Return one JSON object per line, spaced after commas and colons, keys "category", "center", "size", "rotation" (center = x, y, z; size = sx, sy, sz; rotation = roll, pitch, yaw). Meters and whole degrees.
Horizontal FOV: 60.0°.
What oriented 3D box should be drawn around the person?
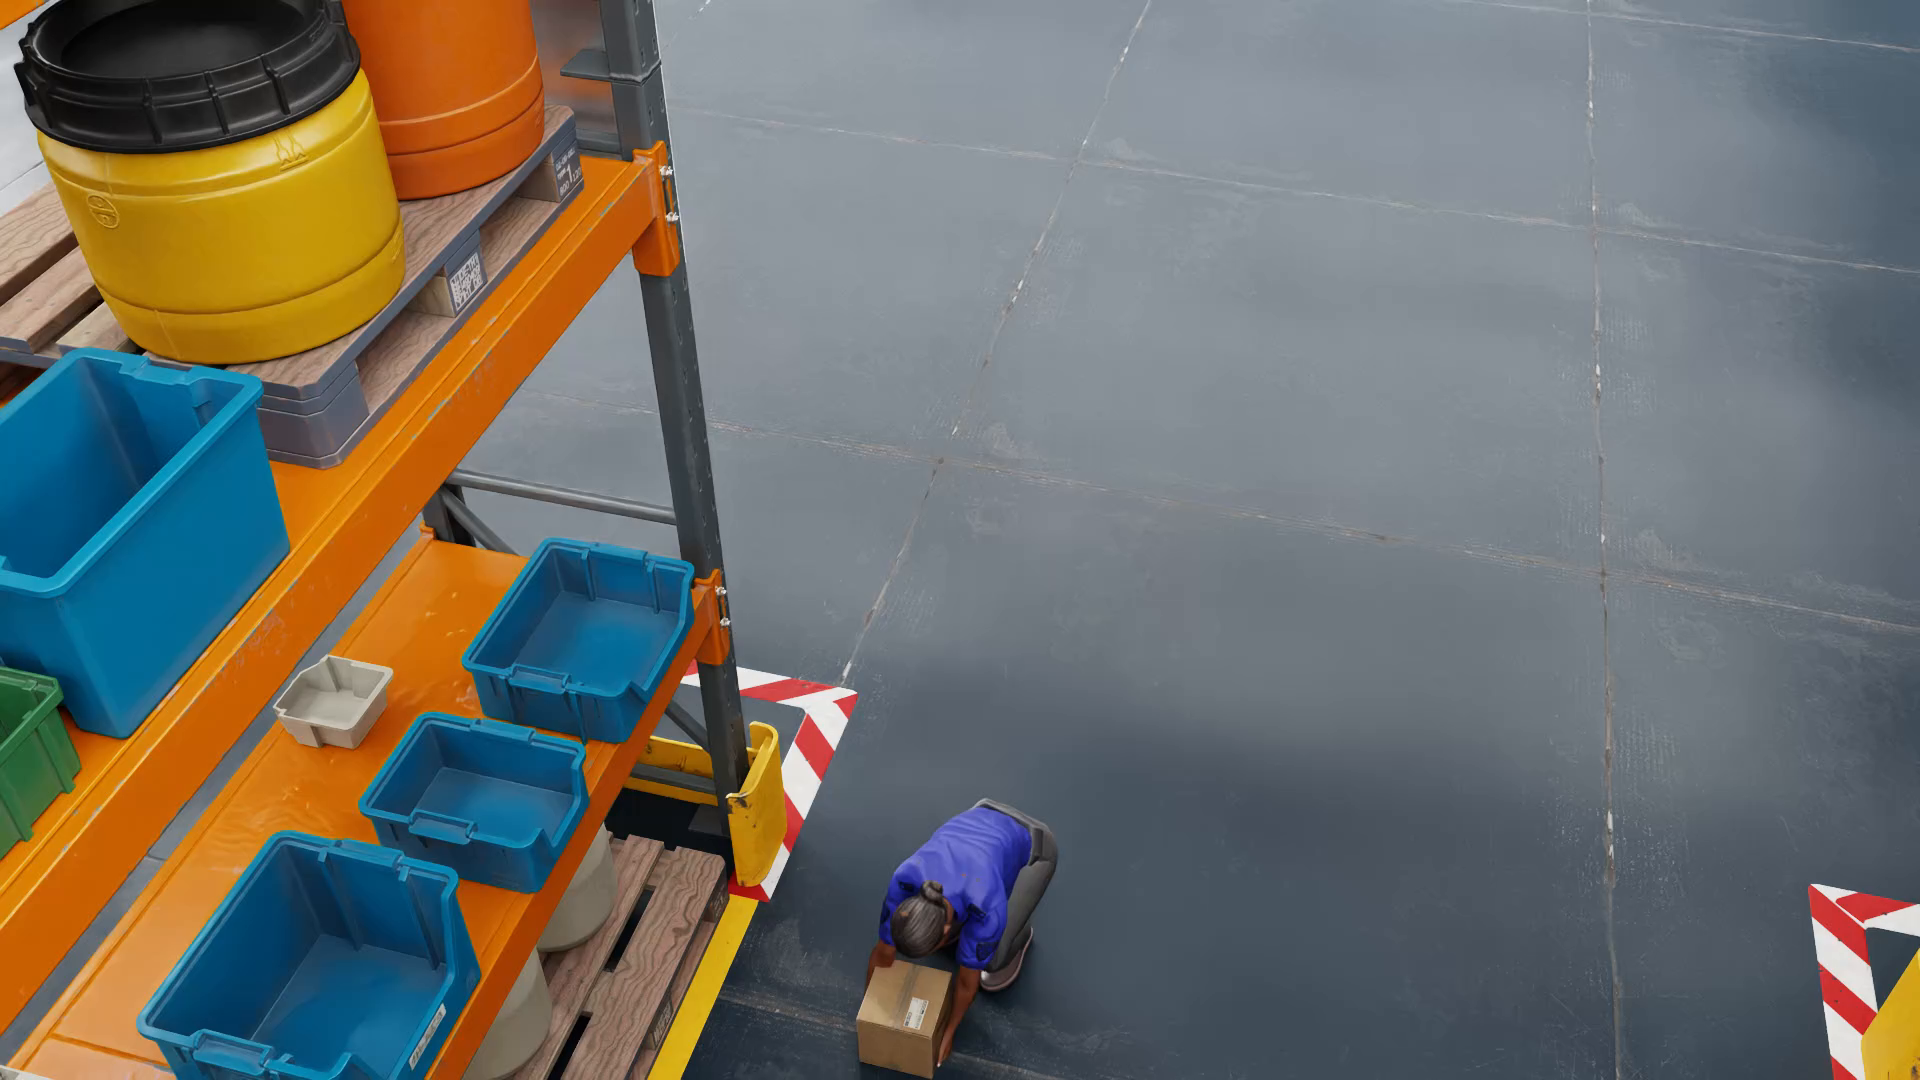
{"category": "person", "center": [-0.005, 1.238, 5.506], "size": [0.459, 0.809, 0.880], "rotation": [24, 47, 25]}
